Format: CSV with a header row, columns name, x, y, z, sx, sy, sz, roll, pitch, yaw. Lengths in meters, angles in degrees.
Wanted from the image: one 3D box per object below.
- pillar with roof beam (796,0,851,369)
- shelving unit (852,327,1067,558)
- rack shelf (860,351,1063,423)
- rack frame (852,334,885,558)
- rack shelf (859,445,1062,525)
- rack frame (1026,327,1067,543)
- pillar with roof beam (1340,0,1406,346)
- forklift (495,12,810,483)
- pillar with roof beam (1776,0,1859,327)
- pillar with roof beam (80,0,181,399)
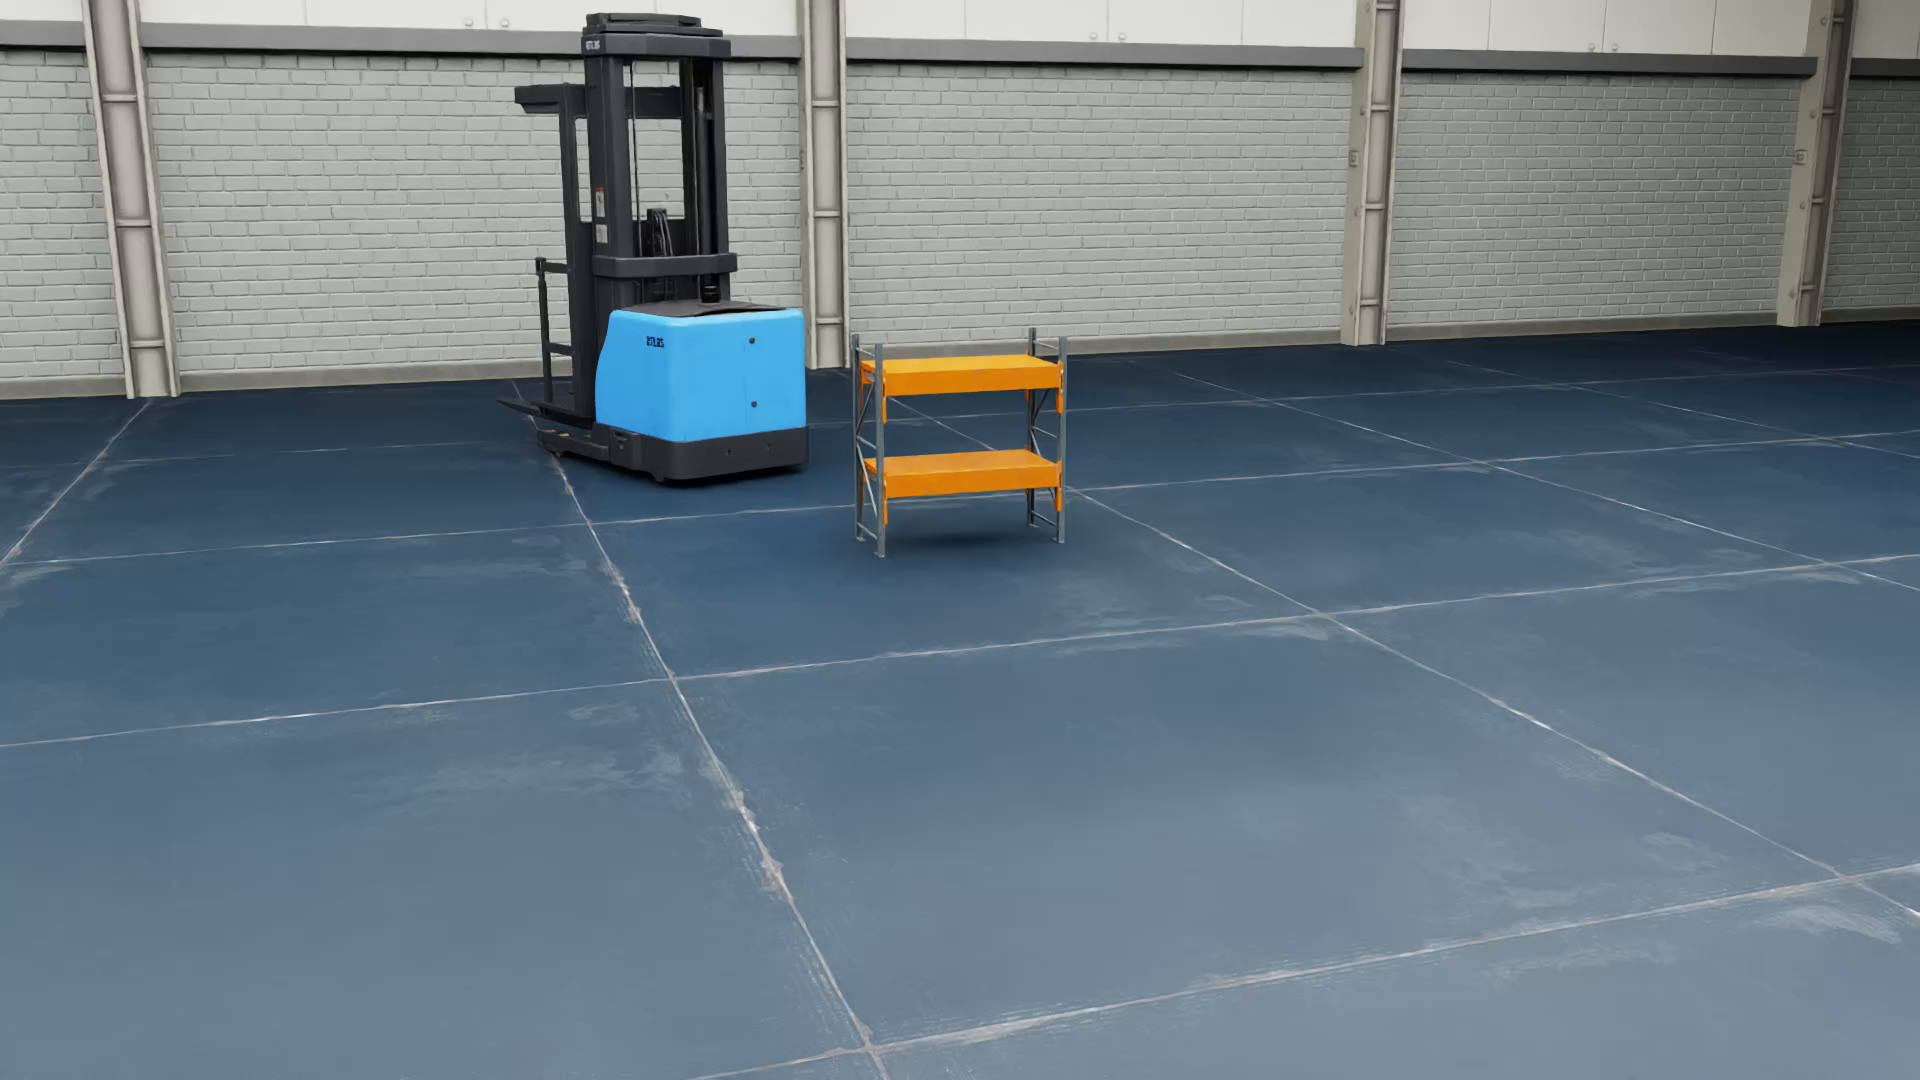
name,x,y,z,sx,sy,sz,roll,pitch,yaw
pillar with roof beam,0.073,-5.133,11.276,0.400,9.000,9.100,-4,14,-18
shelving unit,-0.006,-0.547,9.011,1.048,1.125,0.538,-4,14,-18
rack shelf,-0.006,-0.831,8.943,1.000,0.278,0.538,-4,14,-18
rack frame,-0.488,-0.509,8.853,0.032,1.125,0.500,-4,14,-18
rack shelf,-0.006,-0.309,9.067,1.000,0.278,0.538,-4,14,-18
rack frame,0.475,-0.584,9.168,0.032,1.125,0.500,-4,14,-18
pillar with roof beam,5.759,-5.576,13.138,0.400,9.000,9.100,-4,14,-18
forklift,-2.331,-2.070,11.512,1.130,2.935,3.031,-11,17,-39
pillar with roof beam,11.446,-6.019,15.000,0.400,9.000,9.100,-4,14,-18
pillar with roof beam,-5.614,-4.690,9.415,0.400,9.000,9.100,-4,14,-18
